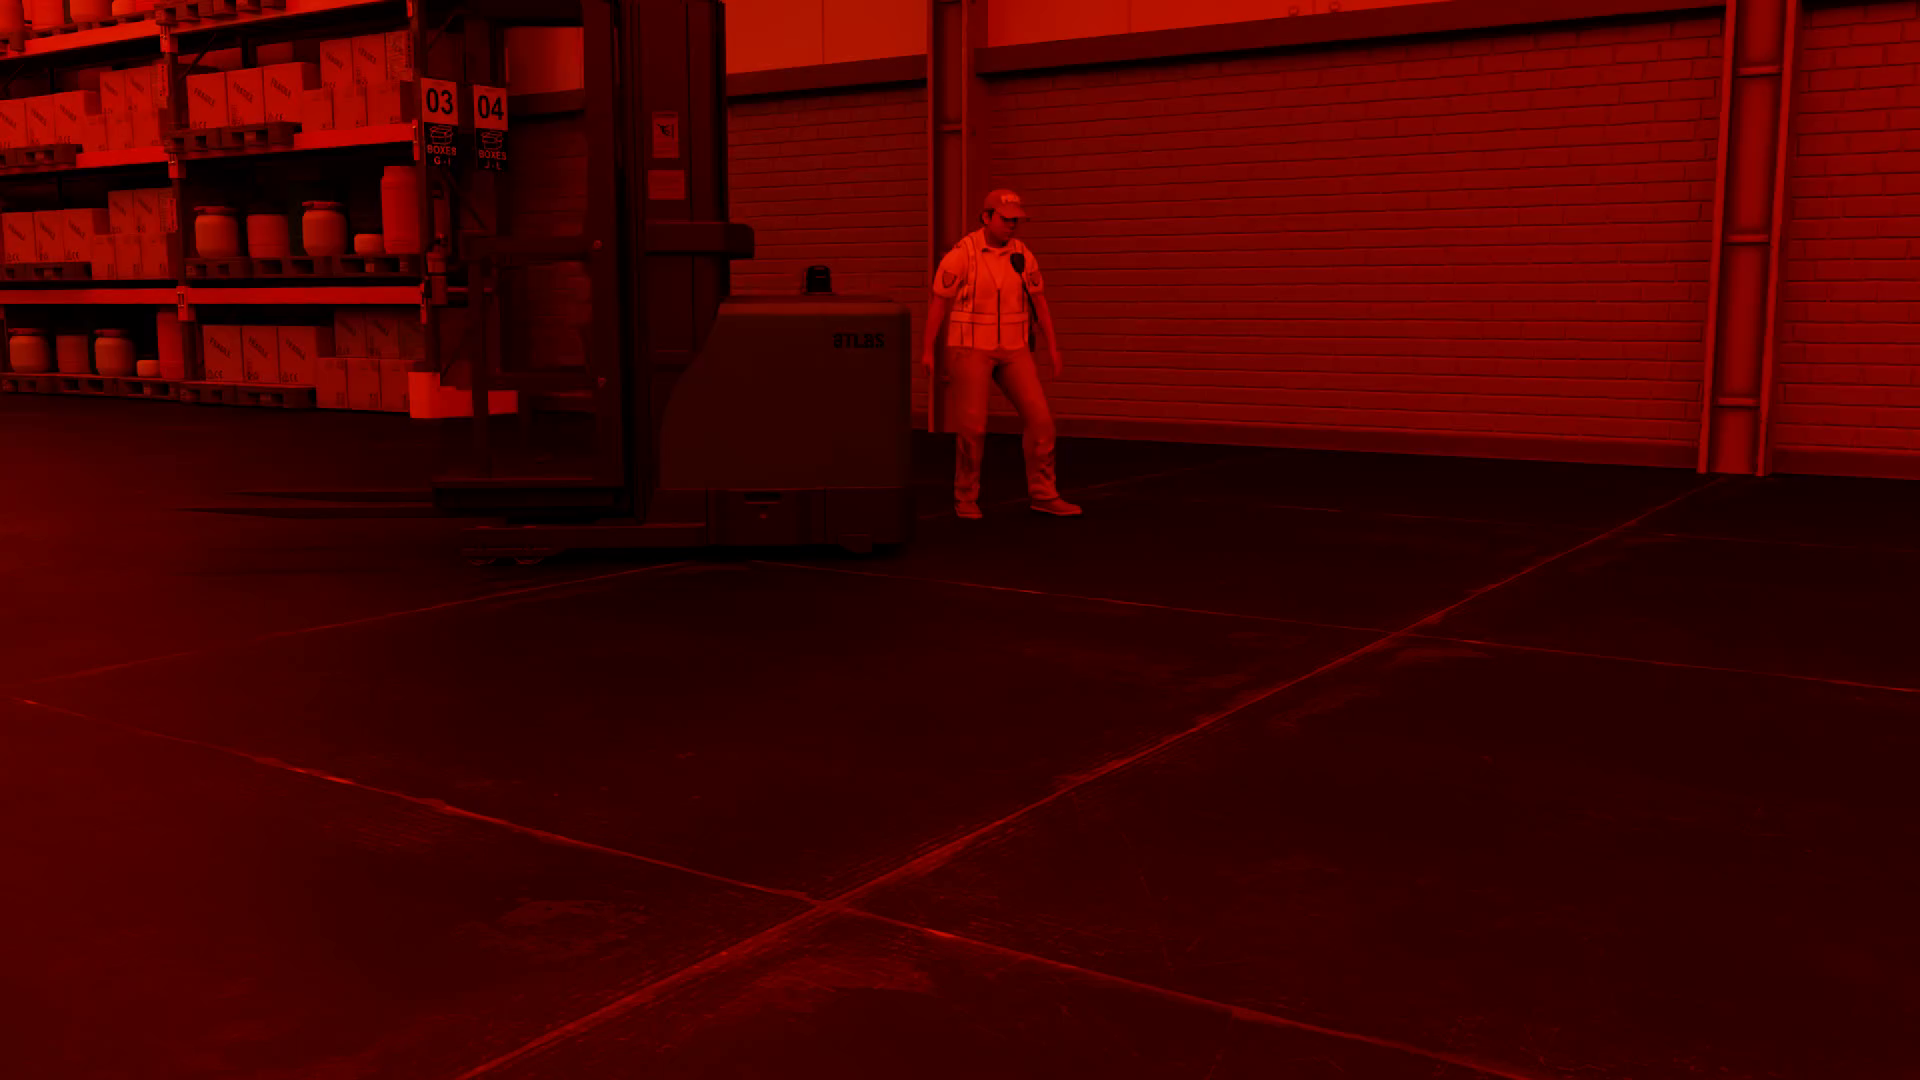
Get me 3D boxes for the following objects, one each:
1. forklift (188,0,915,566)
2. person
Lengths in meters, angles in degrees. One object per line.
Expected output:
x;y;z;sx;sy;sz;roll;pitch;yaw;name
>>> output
-1.736;-1.423;7.198;3.031;2.935;1.130;-1;8;-5;forklift
0.209;-0.930;8.370;0.796;1.639;0.466;-3;8;-17;person
